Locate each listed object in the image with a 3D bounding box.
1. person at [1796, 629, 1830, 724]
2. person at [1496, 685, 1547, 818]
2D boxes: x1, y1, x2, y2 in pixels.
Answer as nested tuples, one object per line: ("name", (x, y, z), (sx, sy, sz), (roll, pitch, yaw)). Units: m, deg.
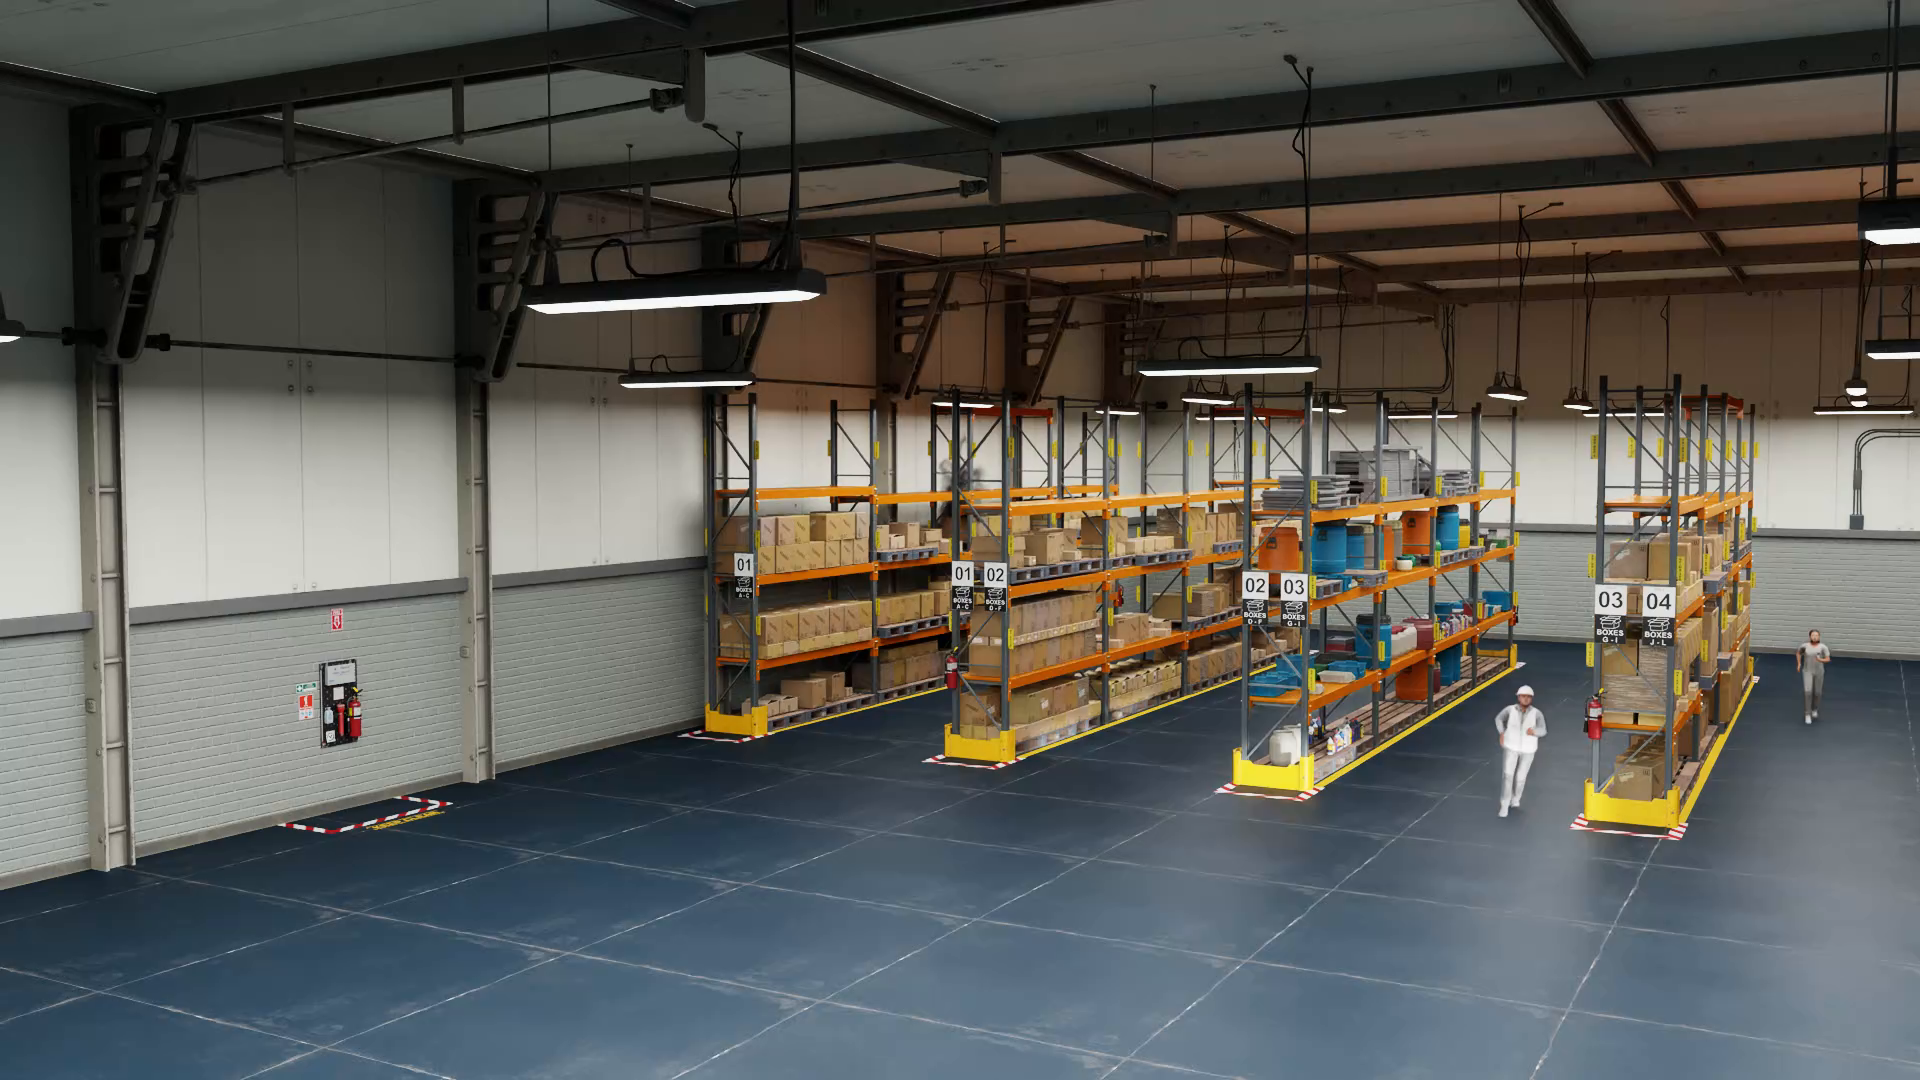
("person", (15.730, 2.496, 30.665), (0.543, 1.712, 0.845), (1, 3, 23))
("person", (7.723, 2.901, 22.894), (0.665, 1.819, 0.774), (1, 3, 16))
